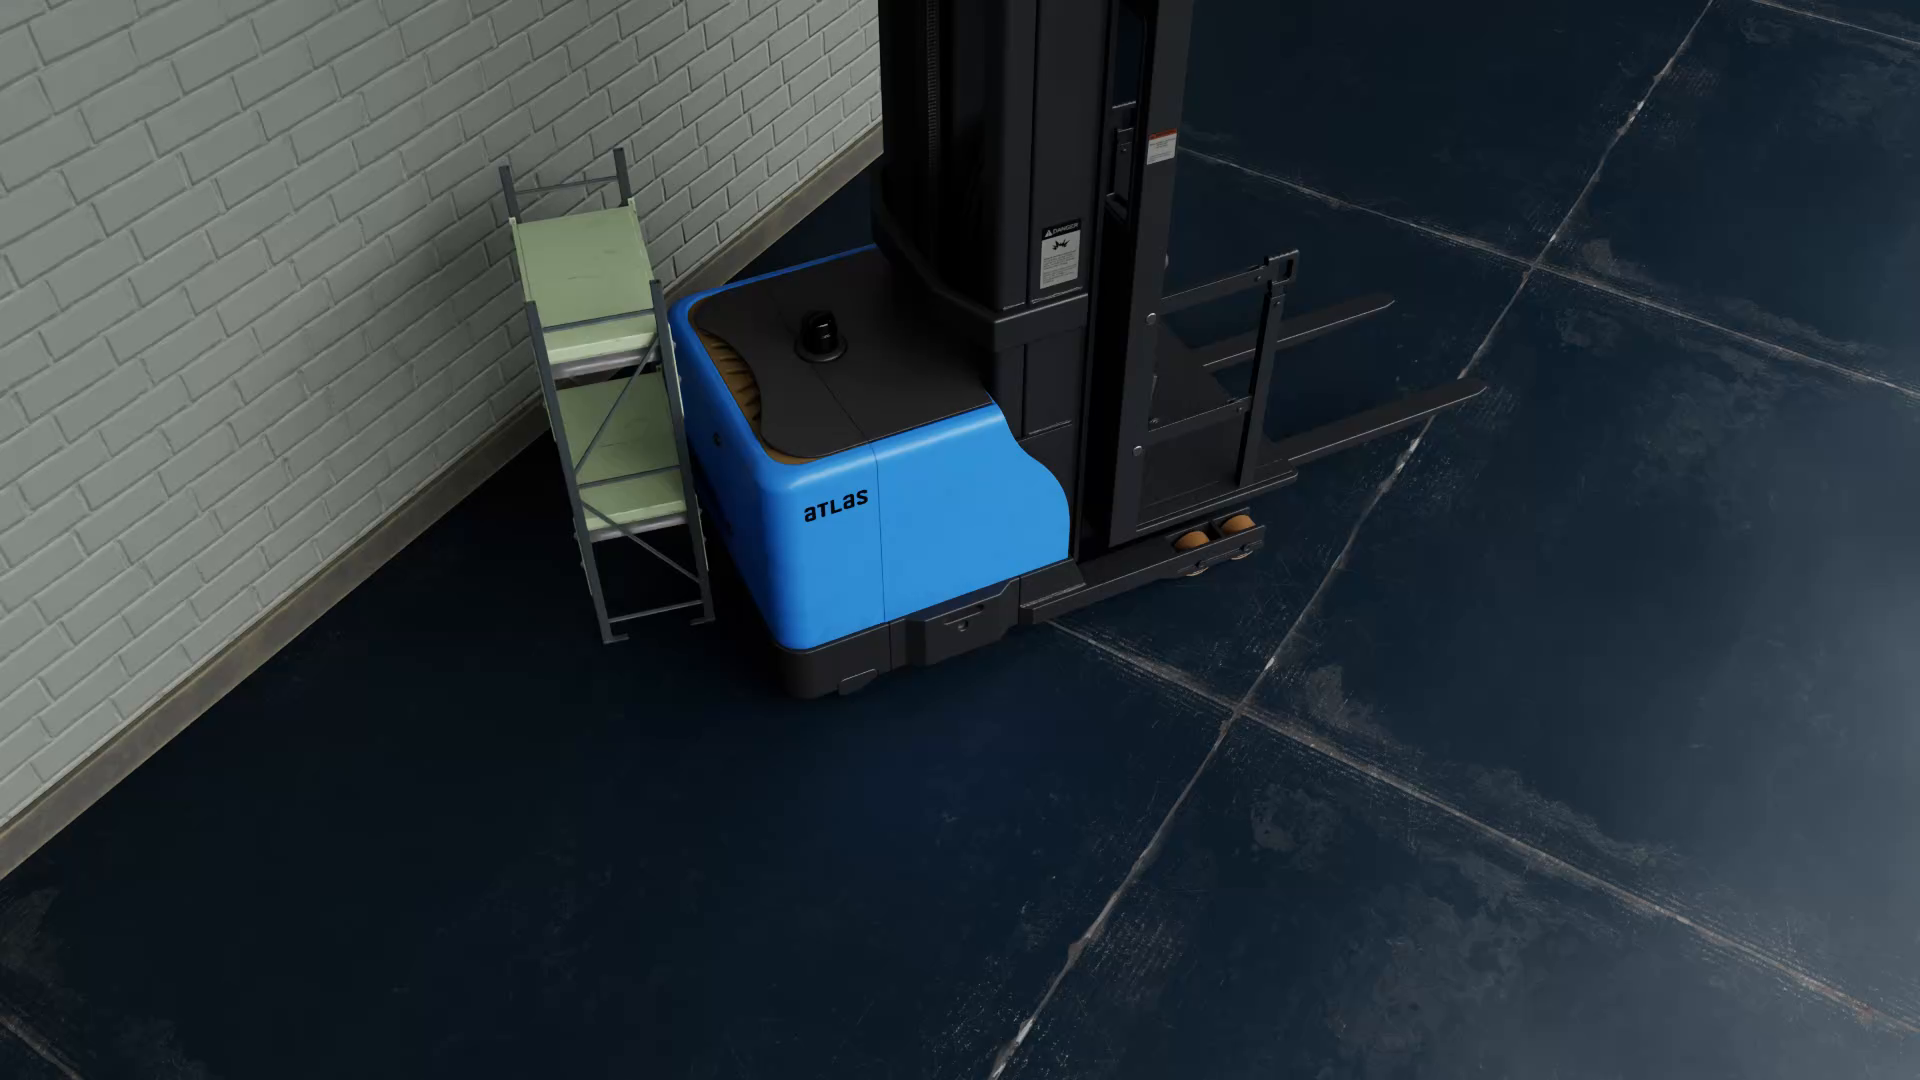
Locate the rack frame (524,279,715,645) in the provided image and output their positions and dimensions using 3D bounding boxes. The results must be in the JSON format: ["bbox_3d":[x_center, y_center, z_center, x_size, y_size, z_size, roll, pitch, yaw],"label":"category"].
[{"bbox_3d":[-1.073,-0.201,5.399,0.400,1.500,0.023,-12,47,-11],"label":"rack frame"}]

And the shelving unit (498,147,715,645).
[{"bbox_3d":[-1.177,-0.452,5.644,0.431,1.500,0.755,-12,47,-11],"label":"shelving unit"}]

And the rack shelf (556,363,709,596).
[{"bbox_3d":[-1.177,-0.225,5.878,0.431,0.370,0.720,-12,47,-11],"label":"rack shelf"}]

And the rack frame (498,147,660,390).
[{"bbox_3d":[-1.282,-0.704,5.888,0.400,1.500,0.023,-12,47,-11],"label":"rack frame"}]

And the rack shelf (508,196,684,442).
[{"bbox_3d":[-1.177,-0.724,5.364,0.431,0.370,0.720,-12,47,-11],"label":"rack shelf"}]

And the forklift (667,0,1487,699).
[{"bbox_3d":[0.562,-1.214,5.386,3.031,2.935,1.130,-19,49,-18],"label":"forklift"}]
